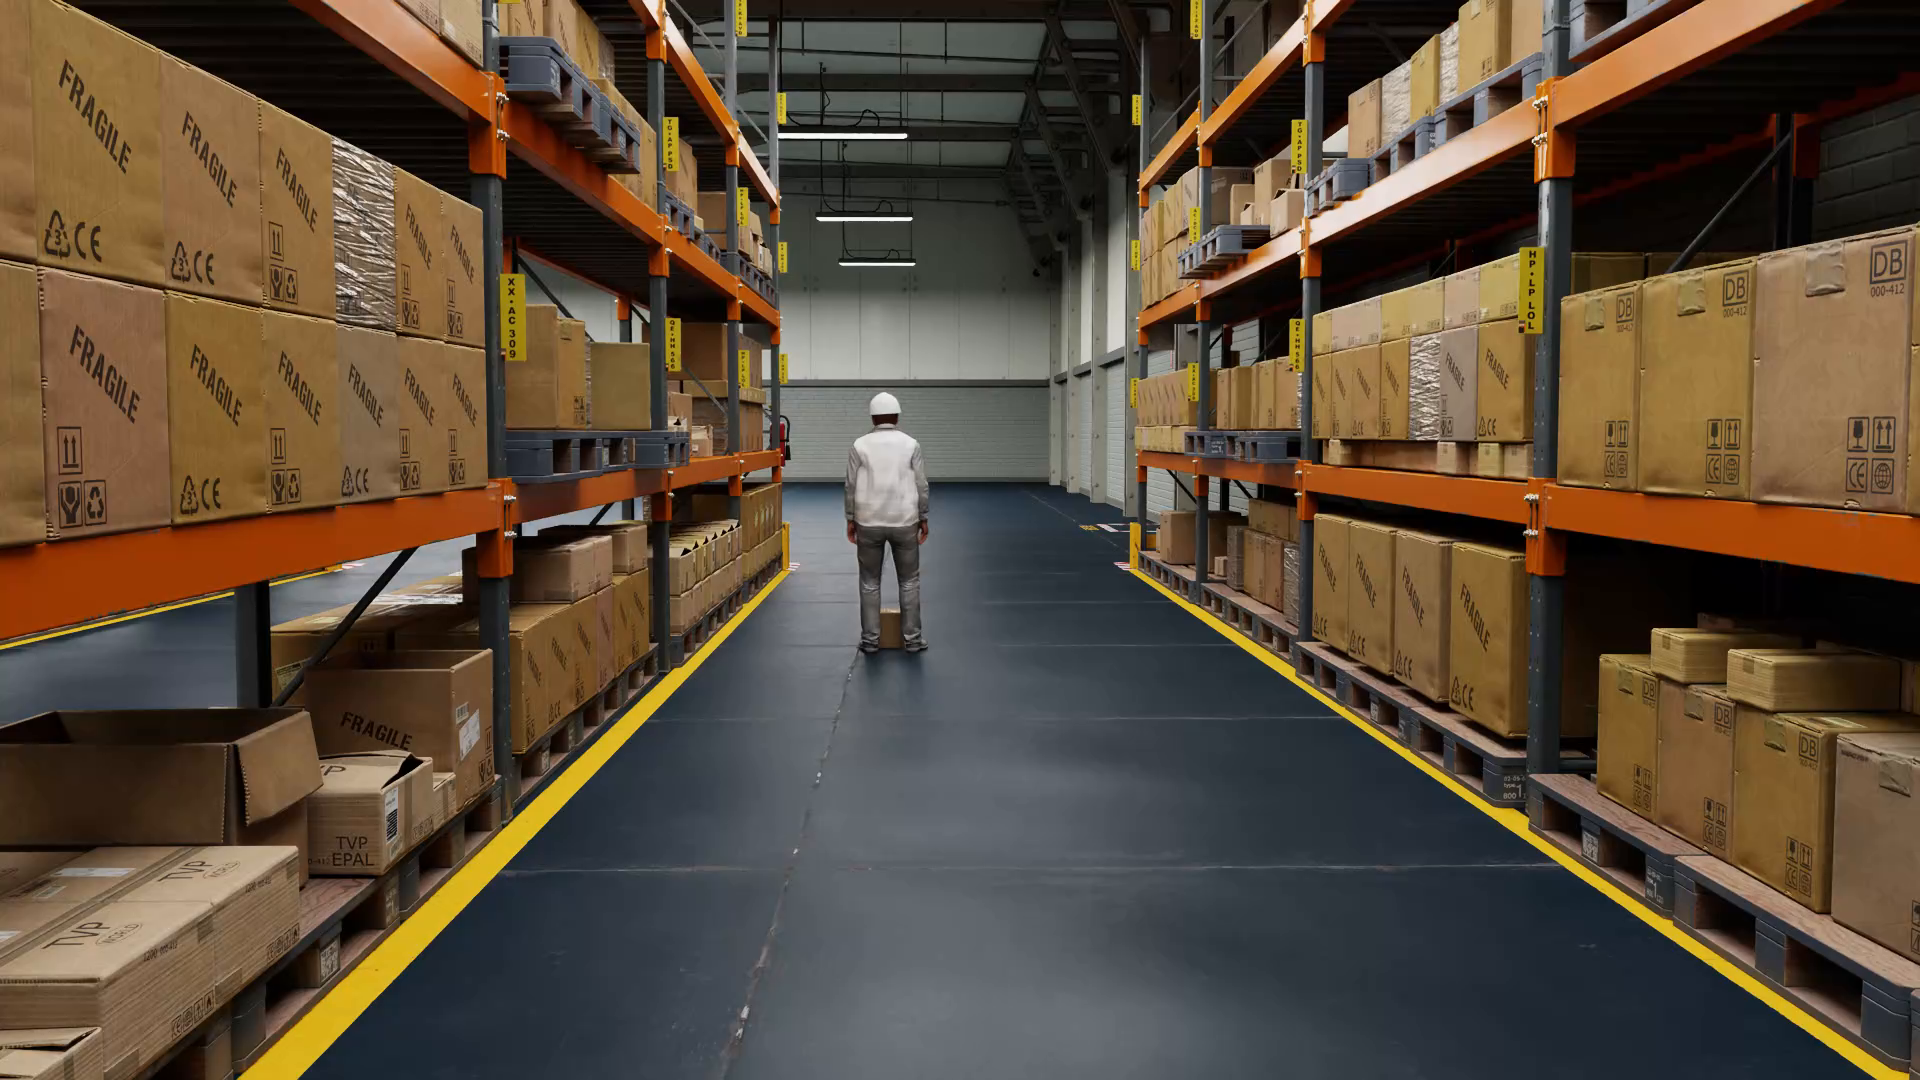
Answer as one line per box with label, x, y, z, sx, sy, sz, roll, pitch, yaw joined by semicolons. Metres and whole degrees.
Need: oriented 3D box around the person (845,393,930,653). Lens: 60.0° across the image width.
person;-0.497;-0.121;11.389;0.580;1.772;0.460;0;4;-1
